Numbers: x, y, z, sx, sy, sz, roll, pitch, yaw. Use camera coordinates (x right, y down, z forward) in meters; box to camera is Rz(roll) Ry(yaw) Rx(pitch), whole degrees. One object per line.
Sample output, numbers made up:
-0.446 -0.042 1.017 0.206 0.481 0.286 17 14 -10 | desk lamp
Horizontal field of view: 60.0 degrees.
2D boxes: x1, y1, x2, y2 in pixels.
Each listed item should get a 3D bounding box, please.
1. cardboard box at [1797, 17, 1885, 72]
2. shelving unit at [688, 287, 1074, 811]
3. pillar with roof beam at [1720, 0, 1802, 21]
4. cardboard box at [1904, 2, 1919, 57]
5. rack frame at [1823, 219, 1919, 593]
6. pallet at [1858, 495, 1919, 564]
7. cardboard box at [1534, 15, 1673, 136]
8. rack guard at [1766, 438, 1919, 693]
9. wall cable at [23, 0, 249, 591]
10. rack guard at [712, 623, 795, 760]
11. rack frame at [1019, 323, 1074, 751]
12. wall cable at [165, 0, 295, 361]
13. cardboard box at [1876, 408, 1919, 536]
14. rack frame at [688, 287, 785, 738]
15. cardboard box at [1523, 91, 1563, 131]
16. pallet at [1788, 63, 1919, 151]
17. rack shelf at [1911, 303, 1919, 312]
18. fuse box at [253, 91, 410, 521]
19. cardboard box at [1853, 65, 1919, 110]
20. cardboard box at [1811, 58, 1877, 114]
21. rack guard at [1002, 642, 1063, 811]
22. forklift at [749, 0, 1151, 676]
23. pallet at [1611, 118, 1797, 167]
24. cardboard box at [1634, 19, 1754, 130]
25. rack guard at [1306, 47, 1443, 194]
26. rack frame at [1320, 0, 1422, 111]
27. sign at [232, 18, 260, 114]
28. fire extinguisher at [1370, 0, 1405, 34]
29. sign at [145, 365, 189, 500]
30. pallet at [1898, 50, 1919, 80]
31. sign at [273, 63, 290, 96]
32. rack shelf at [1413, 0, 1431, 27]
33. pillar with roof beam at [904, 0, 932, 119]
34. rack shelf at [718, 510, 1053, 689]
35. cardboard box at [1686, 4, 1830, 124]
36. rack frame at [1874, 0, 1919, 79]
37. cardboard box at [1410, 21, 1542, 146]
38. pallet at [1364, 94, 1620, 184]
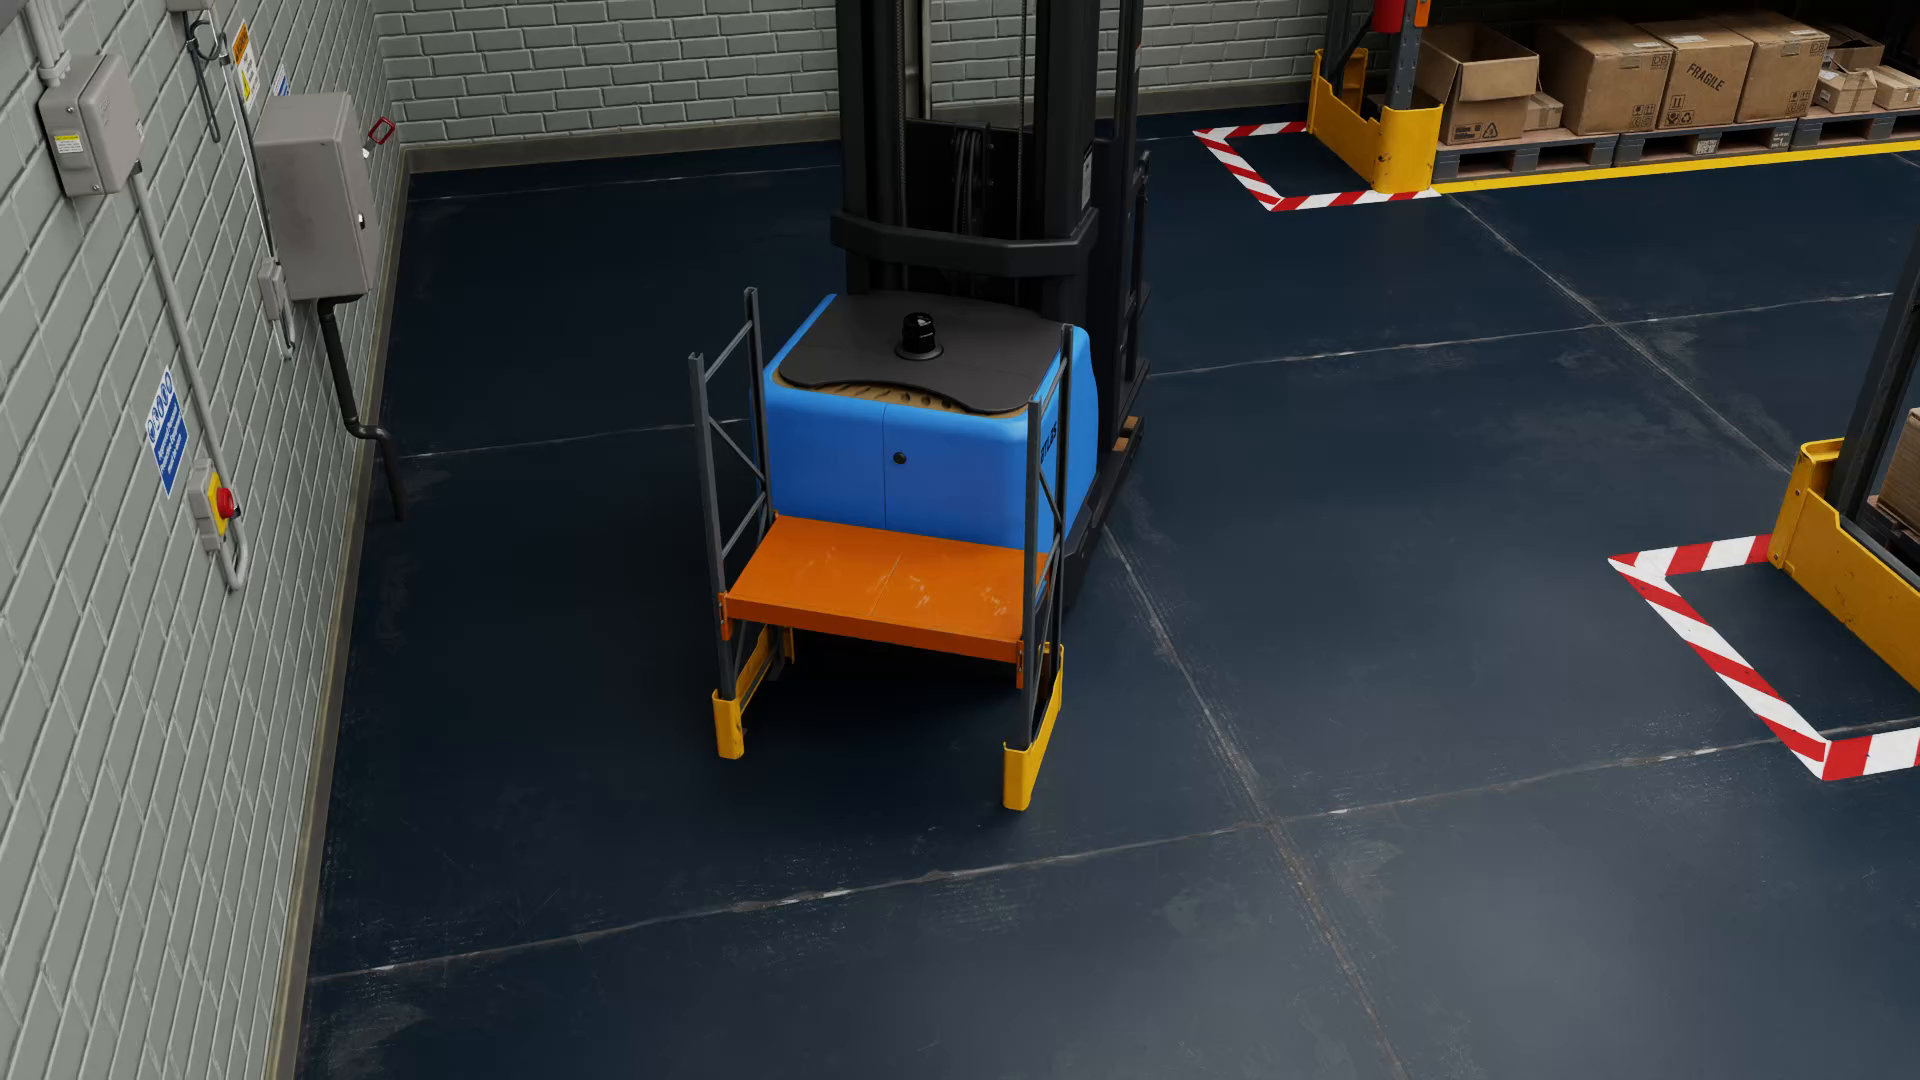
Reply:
5.635 -3.199 10.861 0.500 0.311 0.500 -6 34 -9 | cardboard box
-0.234 0.031 5.358 1.083 1.500 0.587 8 35 12 | shelving unit
6.404 -4.649 5.602 0.400 9.000 9.100 -7 35 -11 | pillar with roof beam
6.746 -3.451 11.067 0.500 0.500 0.500 -7 35 -11 | cardboard box
3.529 -0.904 5.406 0.127 3.000 1.000 -7 35 -11 | rack frame
4.292 0.113 6.393 1.213 0.211 1.003 -7 35 -11 | pallet
3.890 -2.846 10.165 0.500 0.500 0.700 -6 34 -9 | cardboard box
3.506 0.136 6.098 0.348 0.500 1.175 -7 35 -11 | rack guard
-1.965 -0.633 4.062 0.123 1.953 0.585 -7 35 -11 | wall cable
-0.715 0.479 5.811 0.087 0.250 0.587 8 35 12 | rack guard
0.267 0.103 5.249 0.032 1.500 0.500 8 35 12 | rack frame
-2.290 -1.390 5.217 0.122 1.984 0.588 -7 35 -11 | wall cable
4.151 -0.150 6.205 0.875 0.438 0.875 -8 35 -12 | cardboard box
-0.717 -0.040 5.462 0.032 1.500 0.500 8 35 12 | rack frame
3.471 -2.647 10.184 0.250 0.149 0.380 -9 35 -12 | cardboard box
5.662 -2.852 10.810 1.213 0.211 1.003 -7 35 -11 | pallet
5.480 -0.852 5.973 4.000 0.370 1.077 -7 35 -11 | rack shelf
-2.287 -0.823 6.441 0.414 1.711 0.539 -7 35 -11 | fuse box
5.853 -2.856 10.495 0.250 0.149 0.380 -8 35 -12 | cardboard box
5.505 -2.860 10.397 0.258 0.266 0.396 -6 34 -9 | cardboard box
0.249 0.619 5.602 0.087 0.250 0.587 8 35 12 | rack guard
0.181 -1.550 6.429 1.130 2.935 3.031 10 35 14 | forklift
4.470 -2.700 10.584 1.213 0.211 1.003 -7 35 -11 | pallet
4.428 -2.856 10.181 0.500 0.500 0.500 -7 34 -10 | cardboard box
2.505 -2.573 10.136 0.348 0.500 1.175 -7 35 -11 | rack guard
2.431 -3.602 9.425 0.127 3.000 1.000 -7 35 -11 | rack frame
-2.476 -1.646 5.769 0.001 0.242 0.339 -7 35 -11 | sign
2.389 -3.145 9.149 0.183 0.674 0.296 -7 35 -11 | fire extinguisher
-2.014 -0.277 4.228 0.001 0.218 0.327 -7 35 -11 | sign
7.117 -3.056 11.115 1.213 0.211 1.003 -7 35 -11 | pallet
-2.598 -1.562 6.471 0.001 0.494 0.329 -7 35 -11 | sign
4.381 -3.549 9.992 4.000 0.370 1.077 -7 35 -11 | rack shelf
0.552 -3.911 4.503 0.400 9.000 9.100 -7 35 -11 | pillar with roof beam
-0.225 0.181 5.456 1.000 0.185 0.538 8 35 12 | rack shelf
4.903 -2.973 10.355 0.500 0.500 0.700 -8 35 -12 | cardboard box
6.332 -4.093 10.158 0.127 3.000 1.000 -7 35 -11 | rack frame
3.048 -2.763 10.039 0.637 0.503 0.797 -9 35 -12 | cardboard box
3.282 -2.552 10.363 1.213 0.211 1.003 -7 35 -11 | pallet
